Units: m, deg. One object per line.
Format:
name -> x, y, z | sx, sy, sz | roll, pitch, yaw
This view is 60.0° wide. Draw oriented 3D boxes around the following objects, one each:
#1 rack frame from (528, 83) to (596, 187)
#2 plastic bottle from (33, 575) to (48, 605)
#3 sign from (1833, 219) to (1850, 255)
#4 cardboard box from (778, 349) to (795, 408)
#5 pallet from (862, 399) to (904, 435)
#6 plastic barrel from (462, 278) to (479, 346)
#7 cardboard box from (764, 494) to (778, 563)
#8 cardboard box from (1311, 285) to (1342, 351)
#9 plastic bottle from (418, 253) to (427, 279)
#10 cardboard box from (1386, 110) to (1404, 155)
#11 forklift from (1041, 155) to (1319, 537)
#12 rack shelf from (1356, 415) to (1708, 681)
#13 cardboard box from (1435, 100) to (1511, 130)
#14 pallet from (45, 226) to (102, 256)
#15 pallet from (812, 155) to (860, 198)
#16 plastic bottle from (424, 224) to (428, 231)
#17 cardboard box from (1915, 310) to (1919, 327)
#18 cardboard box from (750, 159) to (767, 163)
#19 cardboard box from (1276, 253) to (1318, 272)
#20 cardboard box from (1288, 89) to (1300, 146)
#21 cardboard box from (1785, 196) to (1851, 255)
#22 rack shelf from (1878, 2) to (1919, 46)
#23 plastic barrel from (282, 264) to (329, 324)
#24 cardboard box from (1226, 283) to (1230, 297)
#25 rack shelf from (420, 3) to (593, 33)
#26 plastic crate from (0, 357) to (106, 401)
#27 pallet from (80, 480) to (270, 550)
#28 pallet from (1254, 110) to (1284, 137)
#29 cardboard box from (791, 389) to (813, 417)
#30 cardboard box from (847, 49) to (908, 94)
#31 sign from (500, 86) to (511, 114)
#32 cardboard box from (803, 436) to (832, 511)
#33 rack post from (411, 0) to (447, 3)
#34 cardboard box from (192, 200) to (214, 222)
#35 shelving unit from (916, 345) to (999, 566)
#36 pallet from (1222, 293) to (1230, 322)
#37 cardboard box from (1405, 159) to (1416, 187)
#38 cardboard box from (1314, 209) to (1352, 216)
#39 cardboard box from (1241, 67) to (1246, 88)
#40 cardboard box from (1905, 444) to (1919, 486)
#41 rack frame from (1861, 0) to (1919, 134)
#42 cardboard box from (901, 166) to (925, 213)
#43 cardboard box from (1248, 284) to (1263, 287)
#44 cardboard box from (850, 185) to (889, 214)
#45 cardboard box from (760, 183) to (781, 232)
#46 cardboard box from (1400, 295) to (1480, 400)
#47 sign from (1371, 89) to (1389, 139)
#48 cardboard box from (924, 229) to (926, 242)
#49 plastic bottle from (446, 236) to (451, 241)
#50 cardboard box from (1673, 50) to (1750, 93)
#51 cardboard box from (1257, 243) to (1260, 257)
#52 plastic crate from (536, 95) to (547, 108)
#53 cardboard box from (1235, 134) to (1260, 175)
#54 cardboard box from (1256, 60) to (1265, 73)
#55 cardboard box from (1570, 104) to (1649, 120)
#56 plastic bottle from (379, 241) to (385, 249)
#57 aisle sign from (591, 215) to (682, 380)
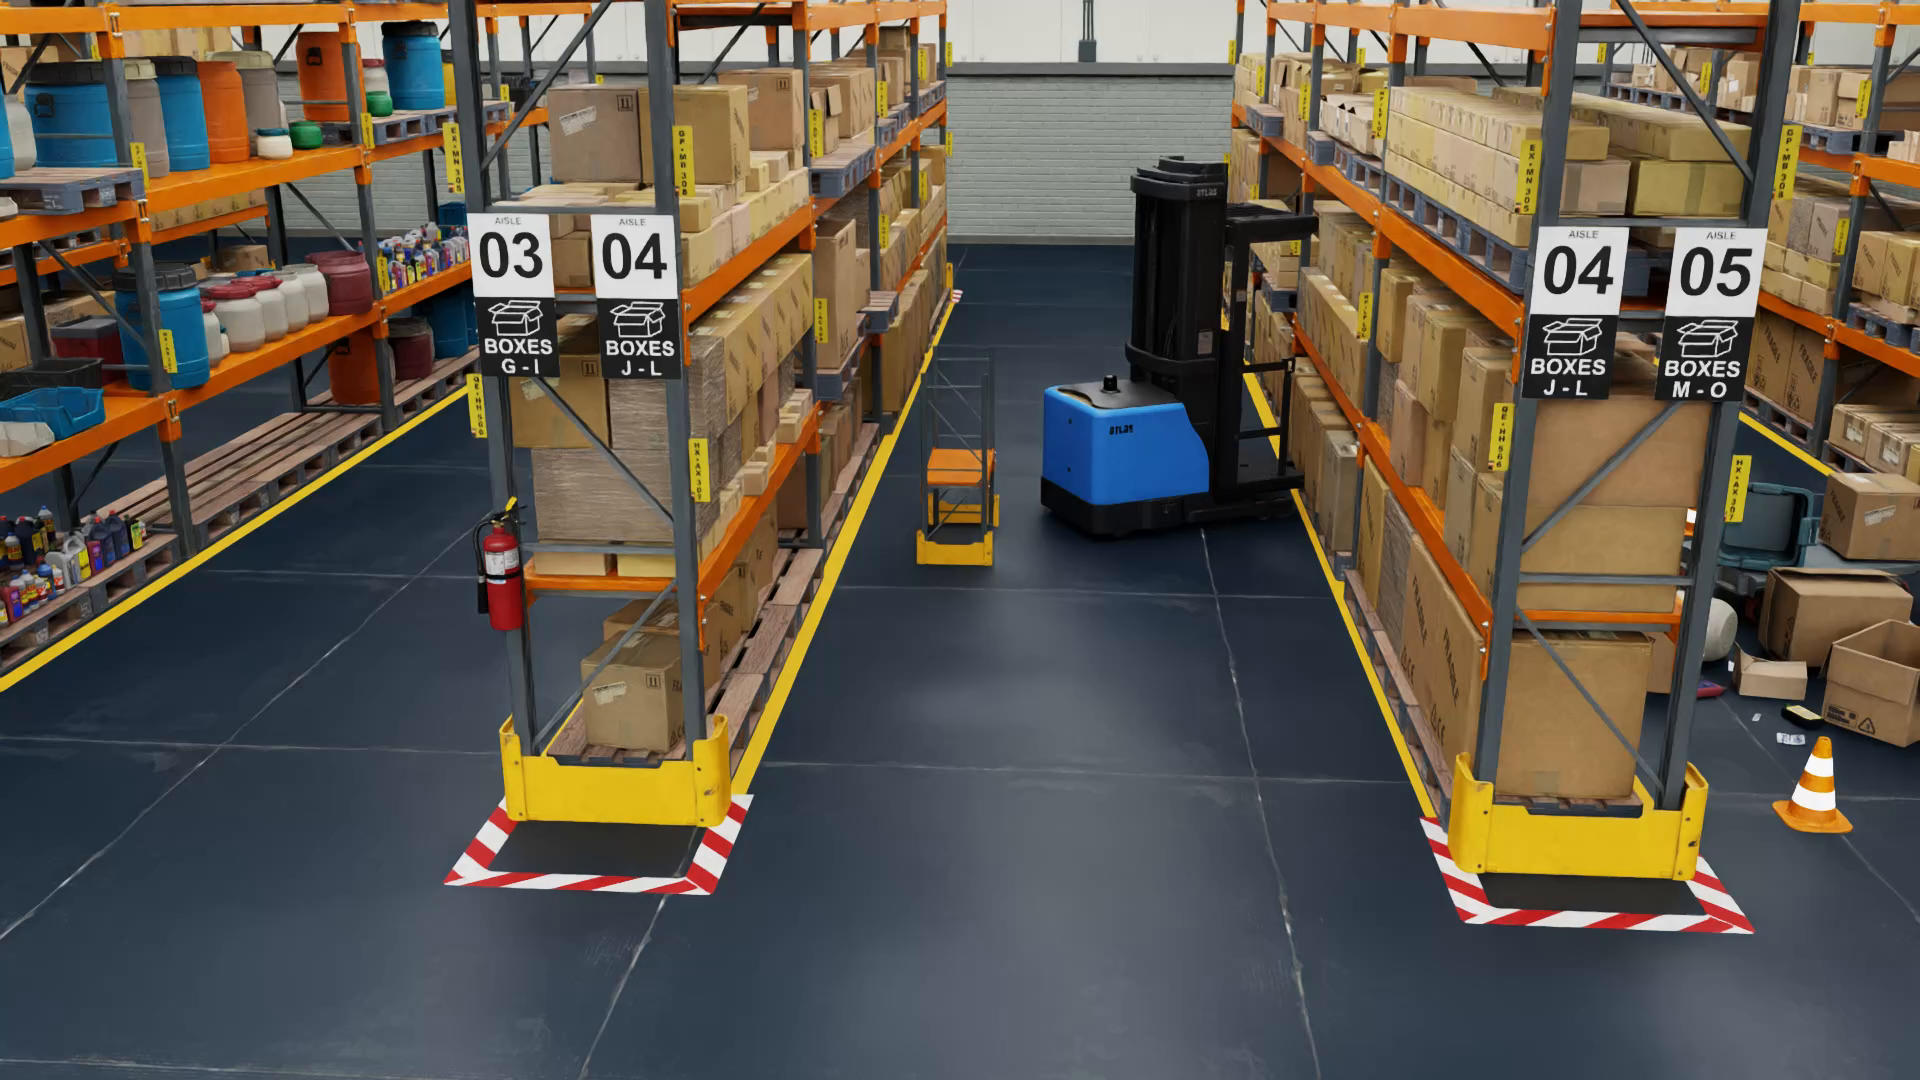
rack frame -> -5.635, -5.029, 23.952 | 1.000, 3.000, 0.127 | 1, 18, 4
plastic bottle -> -6.302, 0.337, 11.365 | 0.097, 0.201, 0.097 | 0, 18, 0
sign -> 8.062, -2.774, 15.211 | 0.100, 0.325, 0.005 | 1, 18, 4
cardboard box -> -1.649, -1.241, 11.756 | 0.875, 0.500, 0.500 | 1, 18, 4
pallet -> -1.137, -1.351, 17.208 | 1.003, 0.211, 1.213 | 1, 18, 4
plastic barrel -> -5.978, -2.820, 19.908 | 0.600, 0.901, 0.708 | 1, 18, 4
cardboard box -> -1.624, -0.079, 12.188 | 0.500, 0.500, 0.500 | 1, 18, 2
cardboard box -> 3.300, -1.891, 14.215 | 0.500, 0.500, 0.500 | 1, 18, 4
plastic bottle -> -5.753, -2.932, 17.761 | 0.097, 0.271, 0.097 | 0, 18, 0
cardboard box -> 3.071, -2.646, 10.791 | 0.500, 0.250, 0.500 | 1, 18, 4
forklift -> 2.250, -1.697, 13.896 | 3.031, 2.935, 1.130 | -8, 20, -22
rack shelf -> 3.242, -0.086, 10.023 | 1.077, 0.370, 4.000 | 1, 18, 4
cardboard box -> 2.911, -2.403, 9.410 | 0.380, 0.149, 0.250 | 1, 18, 4
pallet -> -11.028, -3.561, 19.782 | 1.003, 0.211, 1.213 | 1, 18, 4
pallet -> -1.405, -2.717, 12.381 | 1.213, 0.211, 1.003 | 1, 18, 4
plastic bottle -> -6.374, -3.626, 19.860 | 0.061, 0.283, 0.133 | 1, 18, 4
cardboard box -> 8.308, -1.863, 14.020 | 0.380, 0.149, 0.250 | 2, 18, 7
cardboard box -> -1.418, -2.302, 10.413 | 0.380, 0.149, 0.250 | 2, 18, 6
cardboard box -> 3.253, -2.676, 16.025 | 0.380, 0.149, 0.250 | 2, 18, 5
cardboard box -> 3.482, -4.103, 16.149 | 0.500, 0.500, 0.500 | 1, 18, 4
cardboard box -> 8.421, -3.061, 16.180 | 0.500, 0.500, 0.500 | 2, 18, 5
rack shelf -> 8.473, -3.910, 12.701 | 1.077, 0.370, 4.000 | 1, 18, 4
plastic barrel -> -6.069, -2.273, 15.362 | 0.421, 0.512, 0.421 | 0, 18, 0
cardboard box -> 3.888, -3.465, 23.085 | 0.380, 0.149, 0.250 | 2, 18, 5
rack shelf -> -5.778, -6.726, 21.297 | 1.077, 0.370, 4.000 | 1, 18, 4
plastic crate -> -6.660, -1.112, 12.100 | 0.767, 0.338, 0.504 | 1, 18, 4
pallet -> -6.478, -0.221, 13.759 | 1.003, 0.211, 1.213 | 1, 18, 4
pallet -> 3.737, -4.358, 17.391 | 1.213, 0.211, 1.003 | 1, 18, 4
cardboard box -> -1.277, -0.998, 12.056 | 0.380, 0.149, 0.250 | 1, 18, 4
cardboard box -> -0.985, -5.640, 20.006 | 0.700, 0.500, 0.500 | 0, 18, 1
sign -> -5.373, -5.203, 19.653 | 0.100, 0.325, 0.005 | 1, 18, 4
cardboard box -> -1.437, -0.550, 13.593 | 0.700, 0.500, 0.500 | 1, 18, 4
rack post -> -5.940, -5.768, 17.377 | 0.937, 0.300, 0.954 | 3, 18, 10
cardboard box -> -10.447, -4.570, 22.392 | 0.500, 0.500, 0.500 | 1, 18, 3
shelving unit -> -0.005, -0.689, 13.117 | 0.587, 1.500, 1.083 | 1, 18, 4
pallet -> 4.146, -3.176, 22.775 | 1.003, 0.211, 1.213 | 1, 18, 4
cardboard box -> 2.966, -2.261, 10.257 | 0.380, 0.149, 0.250 | 1, 18, 3
cardboard box -> 4.067, -3.522, 18.129 | 0.380, 0.149, 0.250 | 1, 18, 4
cardboard box -> 3.870, -5.918, 21.288 | 0.500, 0.250, 0.500 | 1, 18, 5
cardboard box -> 8.461, -0.523, 13.747 | 0.950, 0.372, 0.625 | 2, 18, 6
rack frame -> 8.616, -5.063, 14.423 | 1.000, 3.000, 0.127 | 1, 18, 4
cardboard box -> -0.692, -4.245, 20.120 | 0.500, 0.500, 0.500 | 1, 18, 4
cardboard box -> 3.745, -3.184, 21.272 | 0.380, 0.149, 0.250 | 1, 18, 2
cardboard box -> -1.150, -3.387, 17.170 | 0.797, 0.503, 0.637 | 2, 18, 5
cardboard box -> -1.406, -2.077, 10.369 | 0.500, 0.250, 0.500 | 1, 18, 4
cardboard box -> 3.225, -1.181, 10.236 | 0.875, 0.550, 0.550 | 1, 18, 4
sign -> 2.843, -2.879, 11.238 | 0.100, 0.325, 0.005 | 1, 18, 4
cardboard box -> -0.610, -3.722, 20.369 | 0.380, 0.149, 0.250 | 1, 18, 2
plastic bottle -> -5.816, -3.322, 18.952 | 0.097, 0.271, 0.097 | 0, 18, 0
cardboard box -> 8.968, -5.596, 19.864 | 0.797, 0.503, 0.637 | 3, 18, 8
cardboard box -> 3.383, -3.096, 17.783 | 0.380, 0.149, 0.250 | 1, 18, 3
plastic crate -> -5.536, -5.681, 21.551 | 0.437, 0.136, 0.530 | 1, 18, 4
cardboard box -> 3.859, -4.988, 21.586 | 0.500, 0.500, 0.500 | 1, 18, 3
cardboard box -> 3.692, -5.577, 19.607 | 0.380, 0.149, 0.250 | 1, 18, 4
cardboard box -> 3.550, -2.309, 9.124 | 0.380, 0.149, 0.250 | 2, 18, 5
plastic bottle -> -6.454, -3.195, 18.562 | 0.097, 0.271, 0.097 | 0, 18, 0
aisle sign -> -1.547, -1.158, 7.965 | 0.394, 0.787, 0.004 | 1, 18, 4
